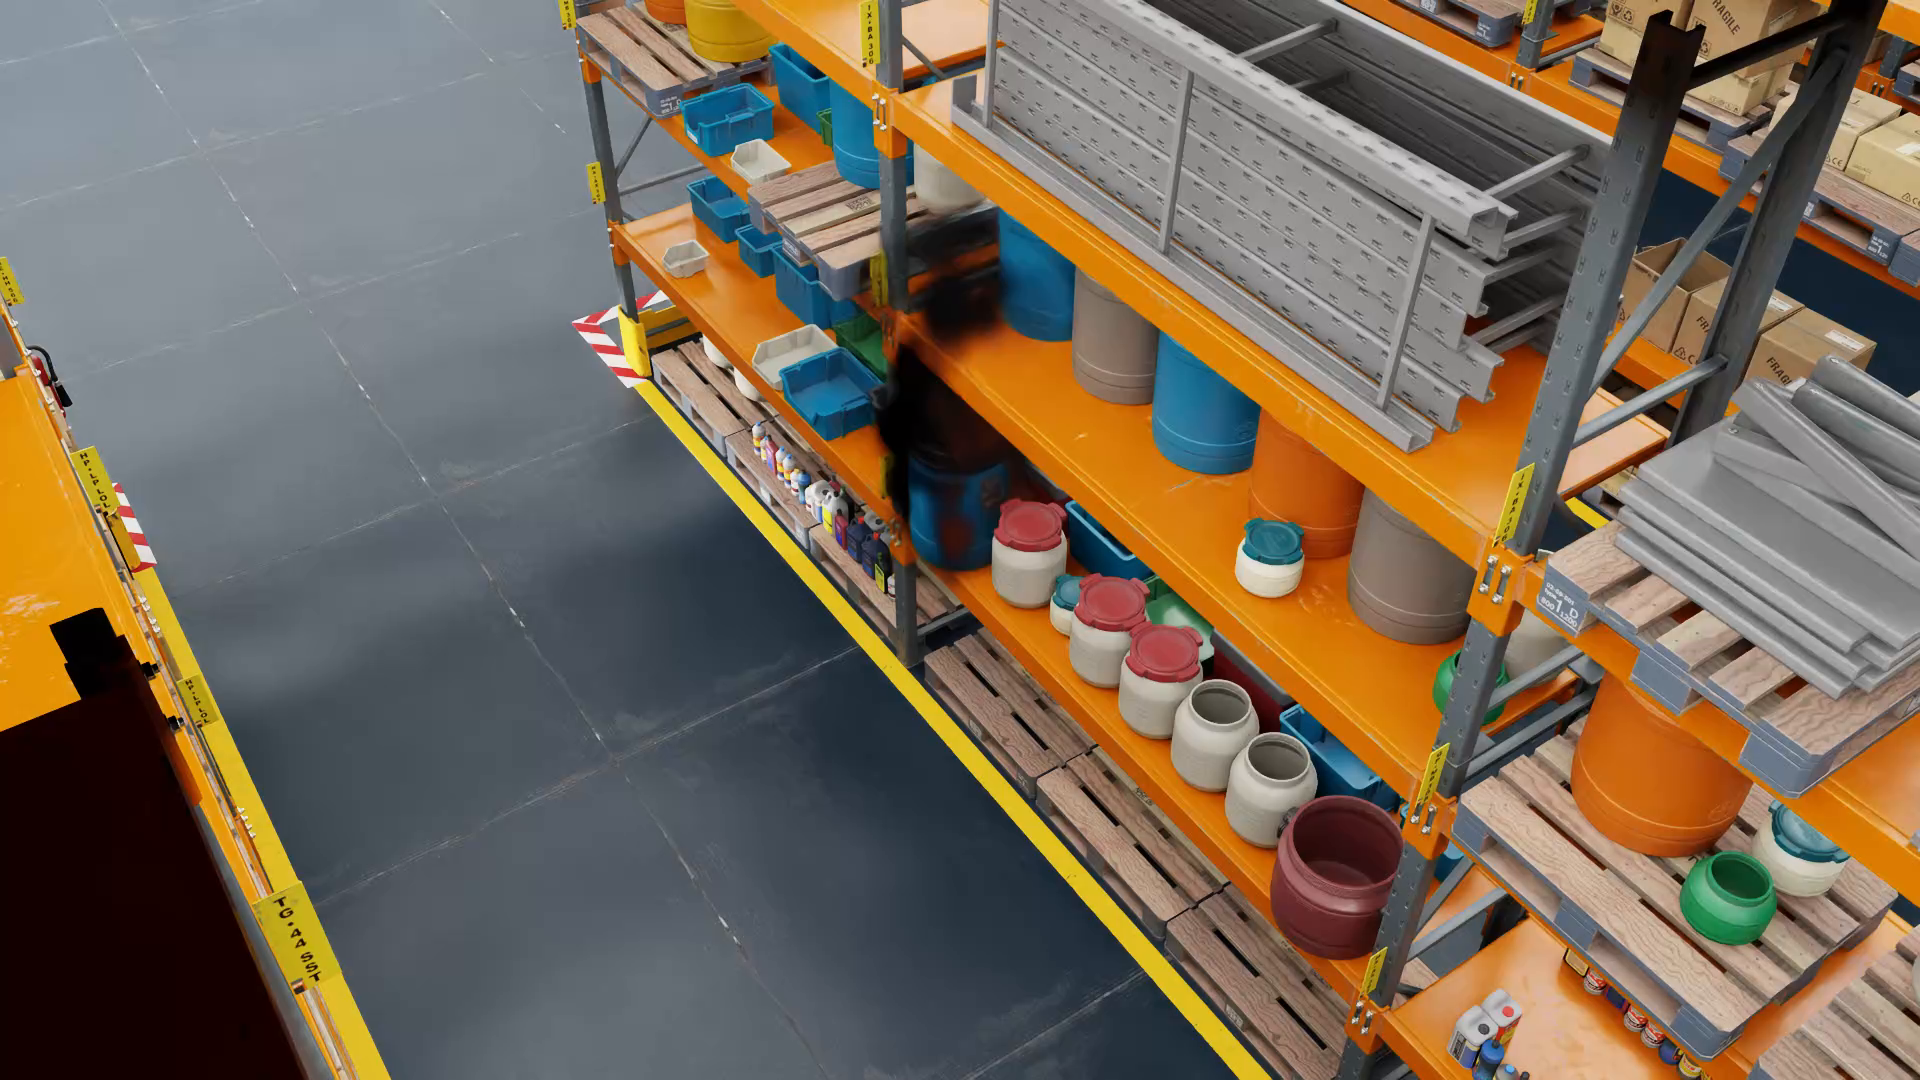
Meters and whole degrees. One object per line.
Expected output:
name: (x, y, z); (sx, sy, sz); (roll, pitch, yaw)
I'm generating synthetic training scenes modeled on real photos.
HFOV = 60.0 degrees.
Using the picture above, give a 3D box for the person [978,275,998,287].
person: (0.314, -2.125, 12.430); (0.849, 1.762, 0.702); (5, 43, 6)
